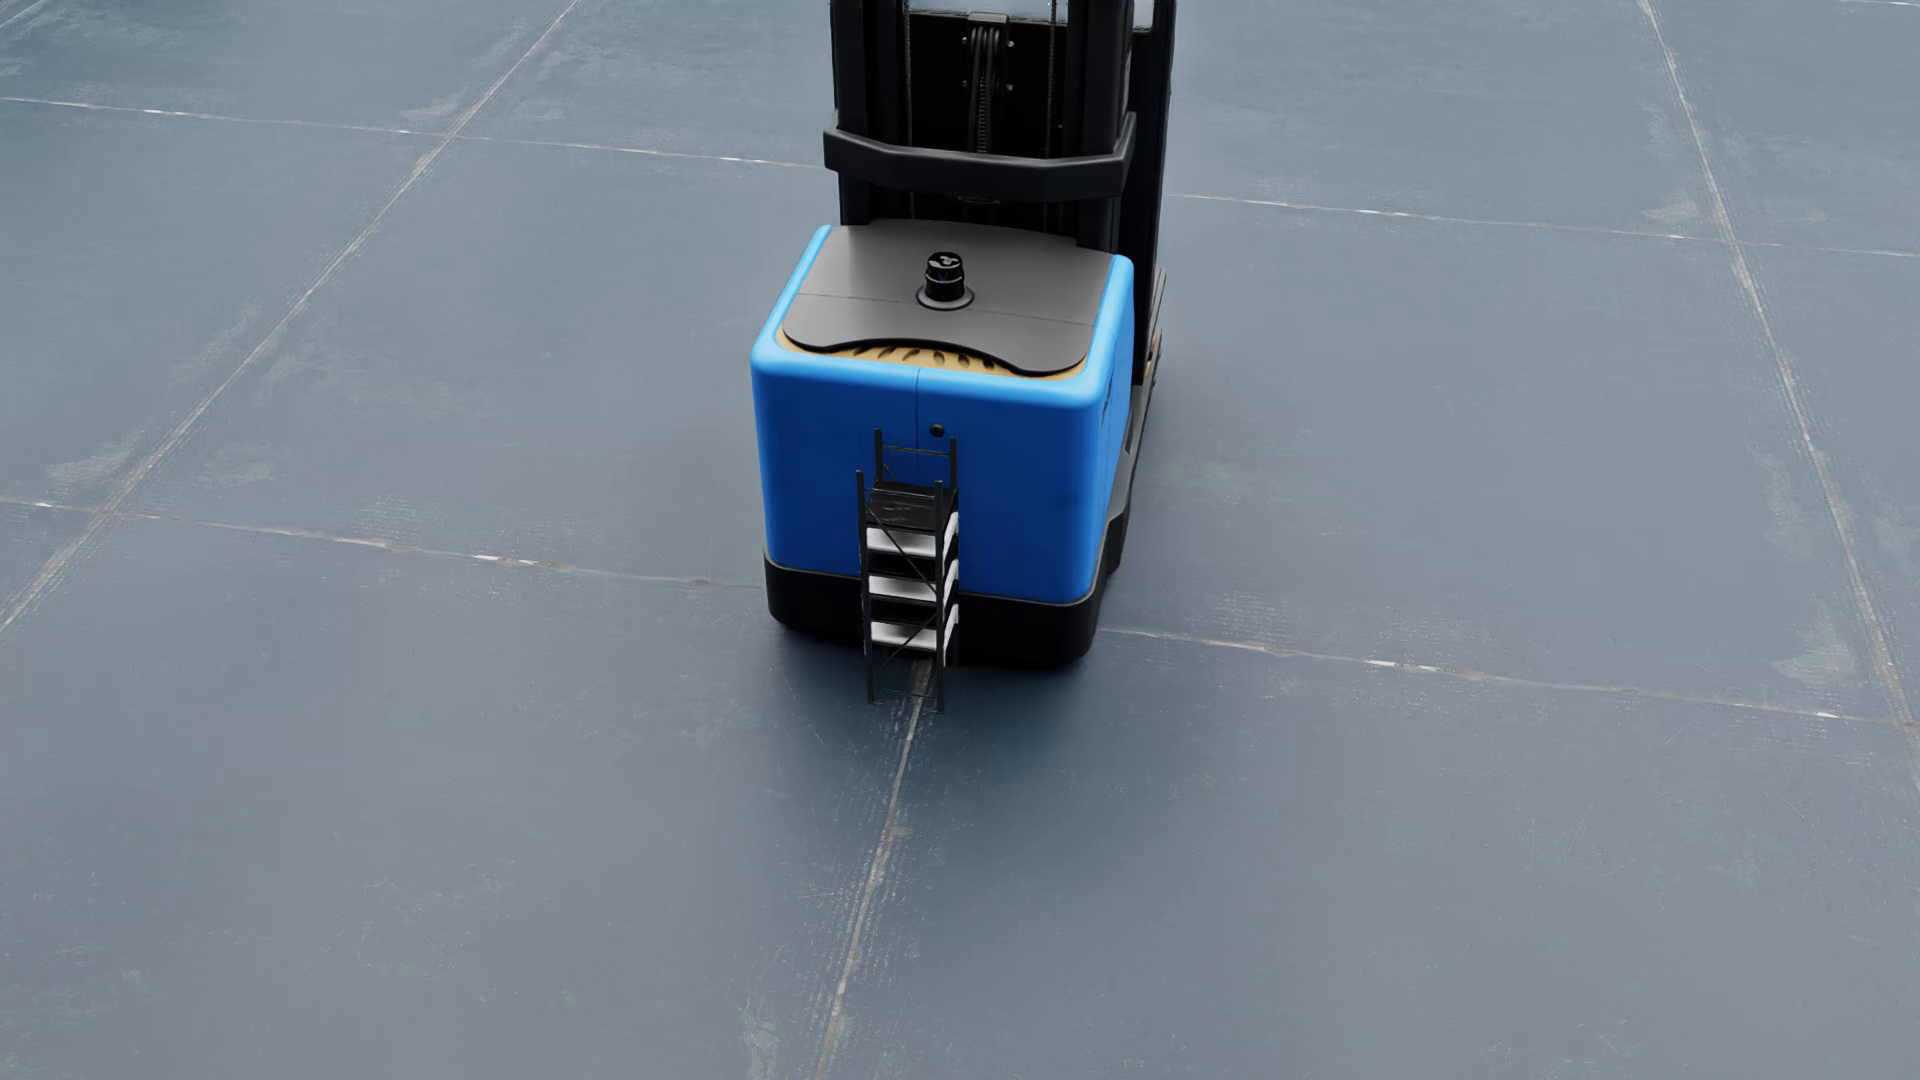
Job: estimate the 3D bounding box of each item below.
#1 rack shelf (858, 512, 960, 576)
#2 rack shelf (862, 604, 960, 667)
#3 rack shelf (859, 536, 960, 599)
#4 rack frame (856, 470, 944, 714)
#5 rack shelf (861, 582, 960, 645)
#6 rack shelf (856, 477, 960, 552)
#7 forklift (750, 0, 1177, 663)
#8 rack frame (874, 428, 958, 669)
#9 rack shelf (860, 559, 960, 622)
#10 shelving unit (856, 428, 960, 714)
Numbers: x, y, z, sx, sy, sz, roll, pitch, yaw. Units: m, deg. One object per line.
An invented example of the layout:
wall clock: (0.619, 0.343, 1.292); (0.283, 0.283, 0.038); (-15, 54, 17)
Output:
rack shelf: (-0.146, -0.005, 4.820); (0.258, 0.077, 0.200); (7, 40, 9)
rack shelf: (-0.146, 0.272, 5.049); (0.258, 0.077, 0.200); (7, 40, 9)
rack shelf: (-0.146, 0.064, 4.877); (0.258, 0.077, 0.200); (7, 40, 9)
rack frame: (-0.167, 0.171, 4.836); (0.240, 0.900, 0.006); (7, 40, 9)
rack shelf: (-0.146, 0.203, 4.992); (0.258, 0.077, 0.200); (7, 40, 9)
rack shelf: (-0.146, -0.074, 4.762); (0.258, 0.077, 0.200); (7, 40, 9)
forklift: (0.179, -1.690, 5.494); (1.130, 2.935, 3.031); (7, 40, 9)
rack frame: (-0.126, 0.044, 4.990); (0.240, 0.900, 0.006); (7, 40, 9)
rack shelf: (-0.146, 0.134, 4.934); (0.258, 0.077, 0.200); (7, 40, 9)
shelving unit: (-0.146, 0.108, 4.913); (0.258, 0.900, 0.210); (7, 40, 9)
